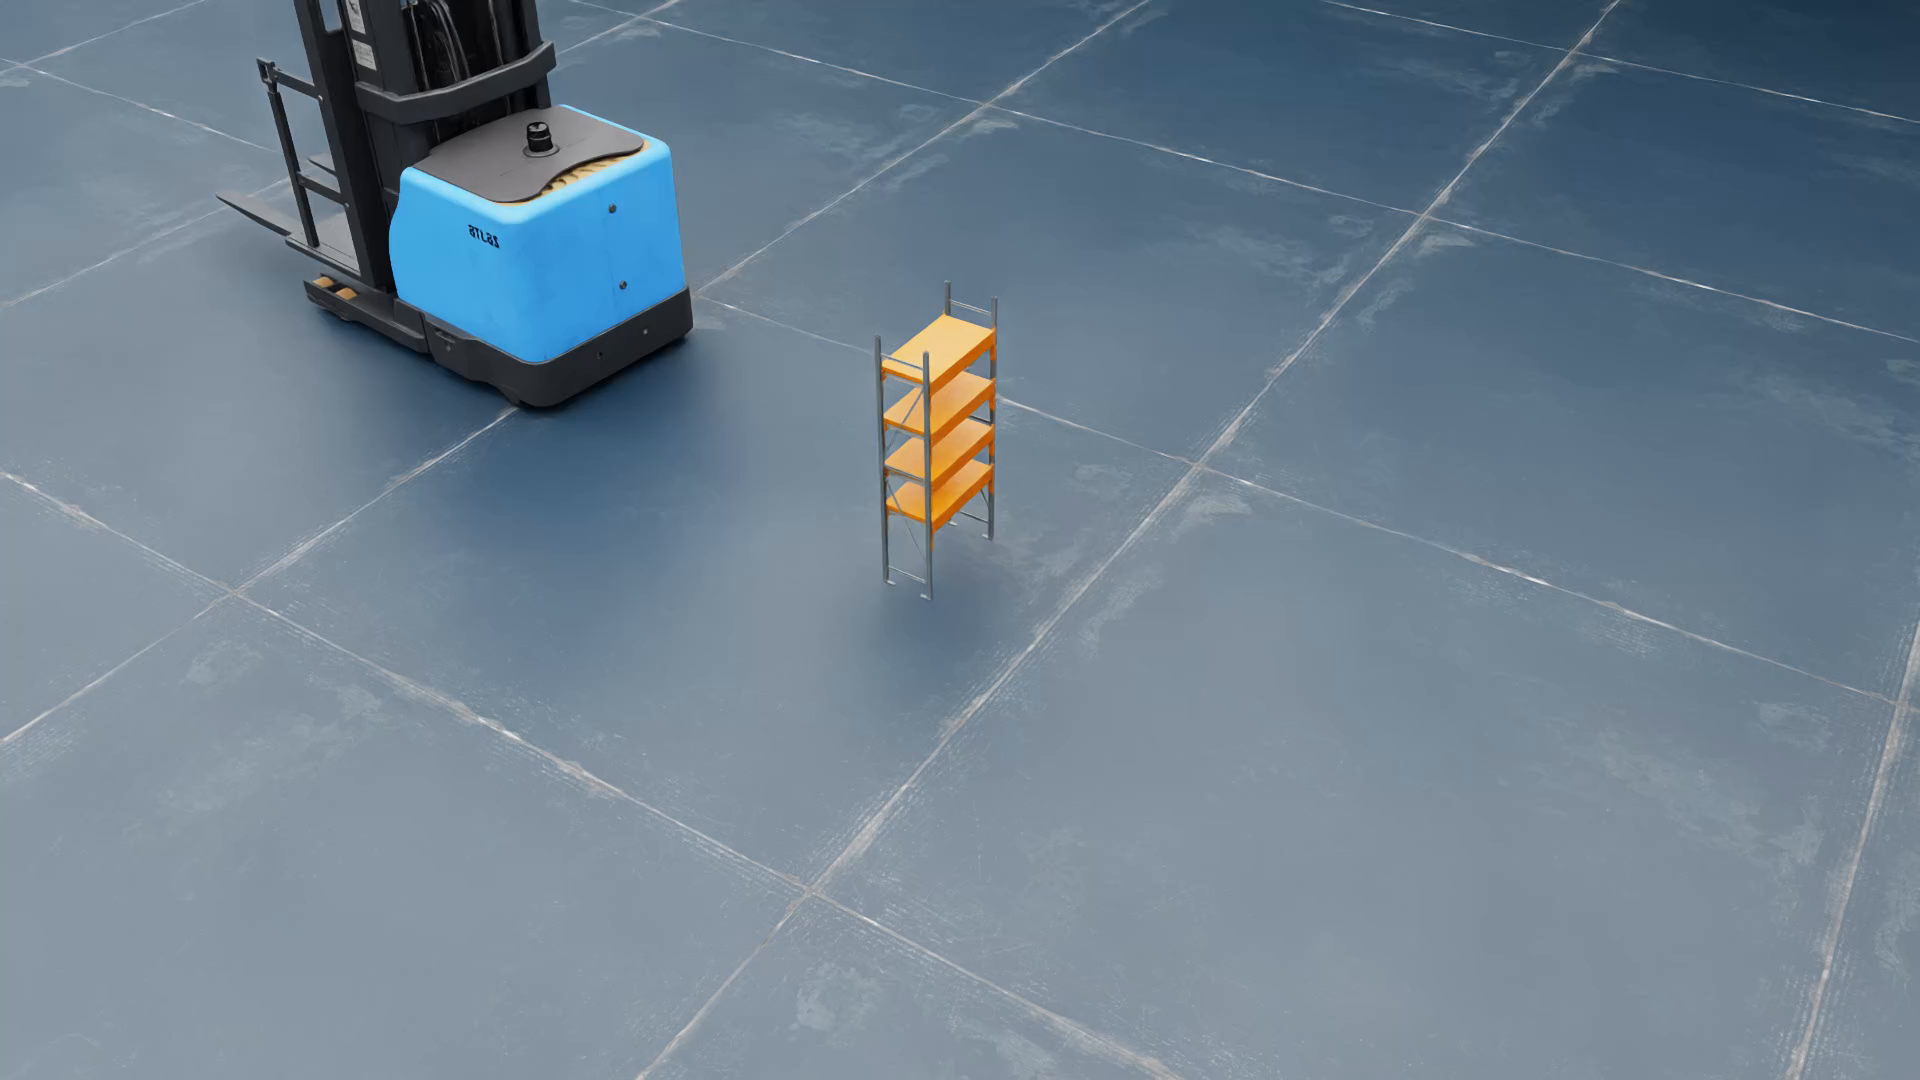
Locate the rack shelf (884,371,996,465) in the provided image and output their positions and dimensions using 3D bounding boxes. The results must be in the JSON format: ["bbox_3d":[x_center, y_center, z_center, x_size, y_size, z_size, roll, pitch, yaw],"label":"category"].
[{"bbox_3d":[-0.089,-0.514,6.677,0.258,0.148,0.480,21,42,25],"label":"rack shelf"}]

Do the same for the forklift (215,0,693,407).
[{"bbox_3d":[-2.841,-2.540,8.145,3.031,2.935,1.130,26,45,30],"label":"forklift"}]

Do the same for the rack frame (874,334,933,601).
[{"bbox_3d":[-0.219,-0.264,6.610,0.240,1.200,0.015,21,42,25],"label":"rack frame"}]

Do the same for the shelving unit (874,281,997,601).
[{"bbox_3d":[-0.089,-0.390,6.773,0.258,1.200,0.503,21,42,25],"label":"shelving unit"}]

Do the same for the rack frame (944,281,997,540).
[{"bbox_3d":[0.042,-0.516,6.936,0.240,1.200,0.015,21,42,25],"label":"rack frame"}]

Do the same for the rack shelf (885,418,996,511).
[{"bbox_3d":[-0.089,-0.337,6.814,0.258,0.148,0.480,21,42,25],"label":"rack shelf"}]

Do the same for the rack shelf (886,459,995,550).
[{"bbox_3d":[-0.089,-0.179,6.935,0.258,0.148,0.480,21,42,25],"label":"rack shelf"}]

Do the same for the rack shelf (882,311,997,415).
[{"bbox_3d":[-0.089,-0.701,6.533,0.258,0.148,0.480,21,42,25],"label":"rack shelf"}]
